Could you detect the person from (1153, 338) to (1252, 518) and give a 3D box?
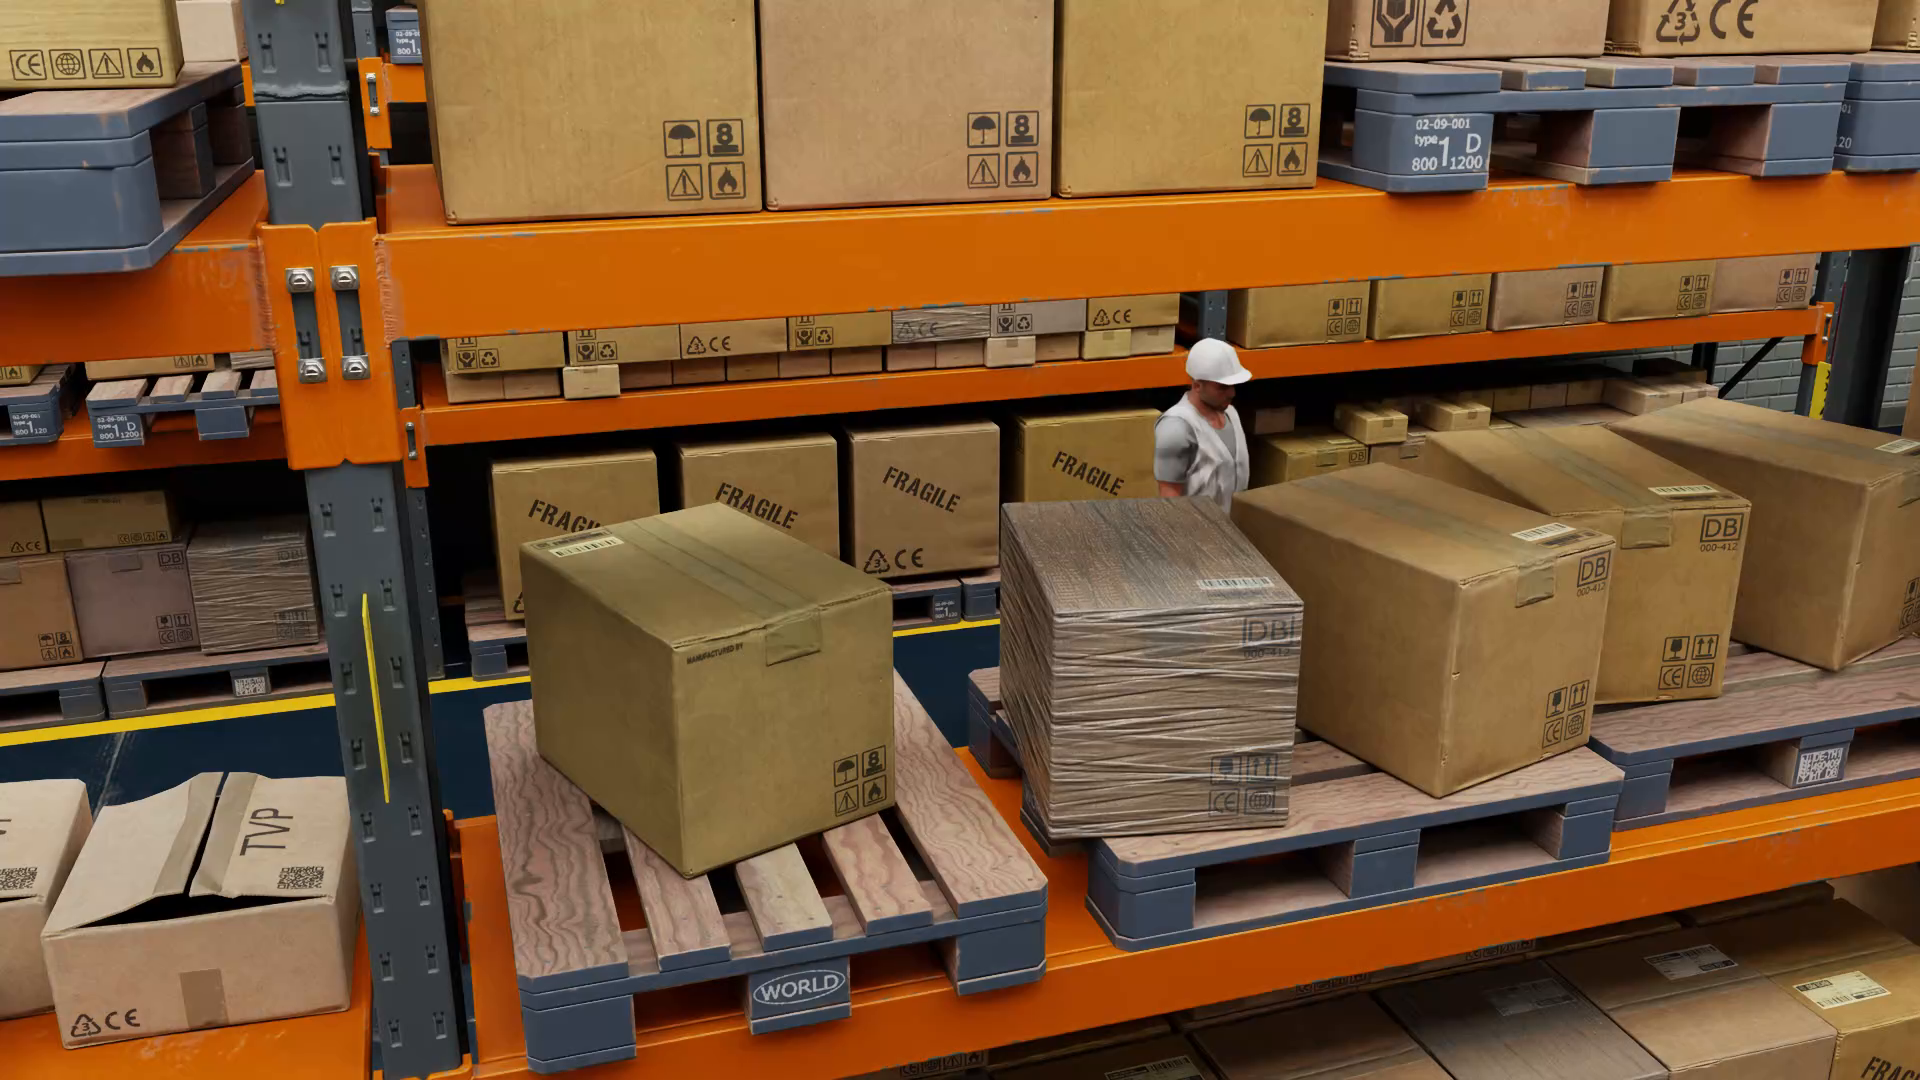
[{"bbox_3d":[1.043,0.042,6.889,0.647,1.775,0.570,16,25,39],"label":"person"}]
